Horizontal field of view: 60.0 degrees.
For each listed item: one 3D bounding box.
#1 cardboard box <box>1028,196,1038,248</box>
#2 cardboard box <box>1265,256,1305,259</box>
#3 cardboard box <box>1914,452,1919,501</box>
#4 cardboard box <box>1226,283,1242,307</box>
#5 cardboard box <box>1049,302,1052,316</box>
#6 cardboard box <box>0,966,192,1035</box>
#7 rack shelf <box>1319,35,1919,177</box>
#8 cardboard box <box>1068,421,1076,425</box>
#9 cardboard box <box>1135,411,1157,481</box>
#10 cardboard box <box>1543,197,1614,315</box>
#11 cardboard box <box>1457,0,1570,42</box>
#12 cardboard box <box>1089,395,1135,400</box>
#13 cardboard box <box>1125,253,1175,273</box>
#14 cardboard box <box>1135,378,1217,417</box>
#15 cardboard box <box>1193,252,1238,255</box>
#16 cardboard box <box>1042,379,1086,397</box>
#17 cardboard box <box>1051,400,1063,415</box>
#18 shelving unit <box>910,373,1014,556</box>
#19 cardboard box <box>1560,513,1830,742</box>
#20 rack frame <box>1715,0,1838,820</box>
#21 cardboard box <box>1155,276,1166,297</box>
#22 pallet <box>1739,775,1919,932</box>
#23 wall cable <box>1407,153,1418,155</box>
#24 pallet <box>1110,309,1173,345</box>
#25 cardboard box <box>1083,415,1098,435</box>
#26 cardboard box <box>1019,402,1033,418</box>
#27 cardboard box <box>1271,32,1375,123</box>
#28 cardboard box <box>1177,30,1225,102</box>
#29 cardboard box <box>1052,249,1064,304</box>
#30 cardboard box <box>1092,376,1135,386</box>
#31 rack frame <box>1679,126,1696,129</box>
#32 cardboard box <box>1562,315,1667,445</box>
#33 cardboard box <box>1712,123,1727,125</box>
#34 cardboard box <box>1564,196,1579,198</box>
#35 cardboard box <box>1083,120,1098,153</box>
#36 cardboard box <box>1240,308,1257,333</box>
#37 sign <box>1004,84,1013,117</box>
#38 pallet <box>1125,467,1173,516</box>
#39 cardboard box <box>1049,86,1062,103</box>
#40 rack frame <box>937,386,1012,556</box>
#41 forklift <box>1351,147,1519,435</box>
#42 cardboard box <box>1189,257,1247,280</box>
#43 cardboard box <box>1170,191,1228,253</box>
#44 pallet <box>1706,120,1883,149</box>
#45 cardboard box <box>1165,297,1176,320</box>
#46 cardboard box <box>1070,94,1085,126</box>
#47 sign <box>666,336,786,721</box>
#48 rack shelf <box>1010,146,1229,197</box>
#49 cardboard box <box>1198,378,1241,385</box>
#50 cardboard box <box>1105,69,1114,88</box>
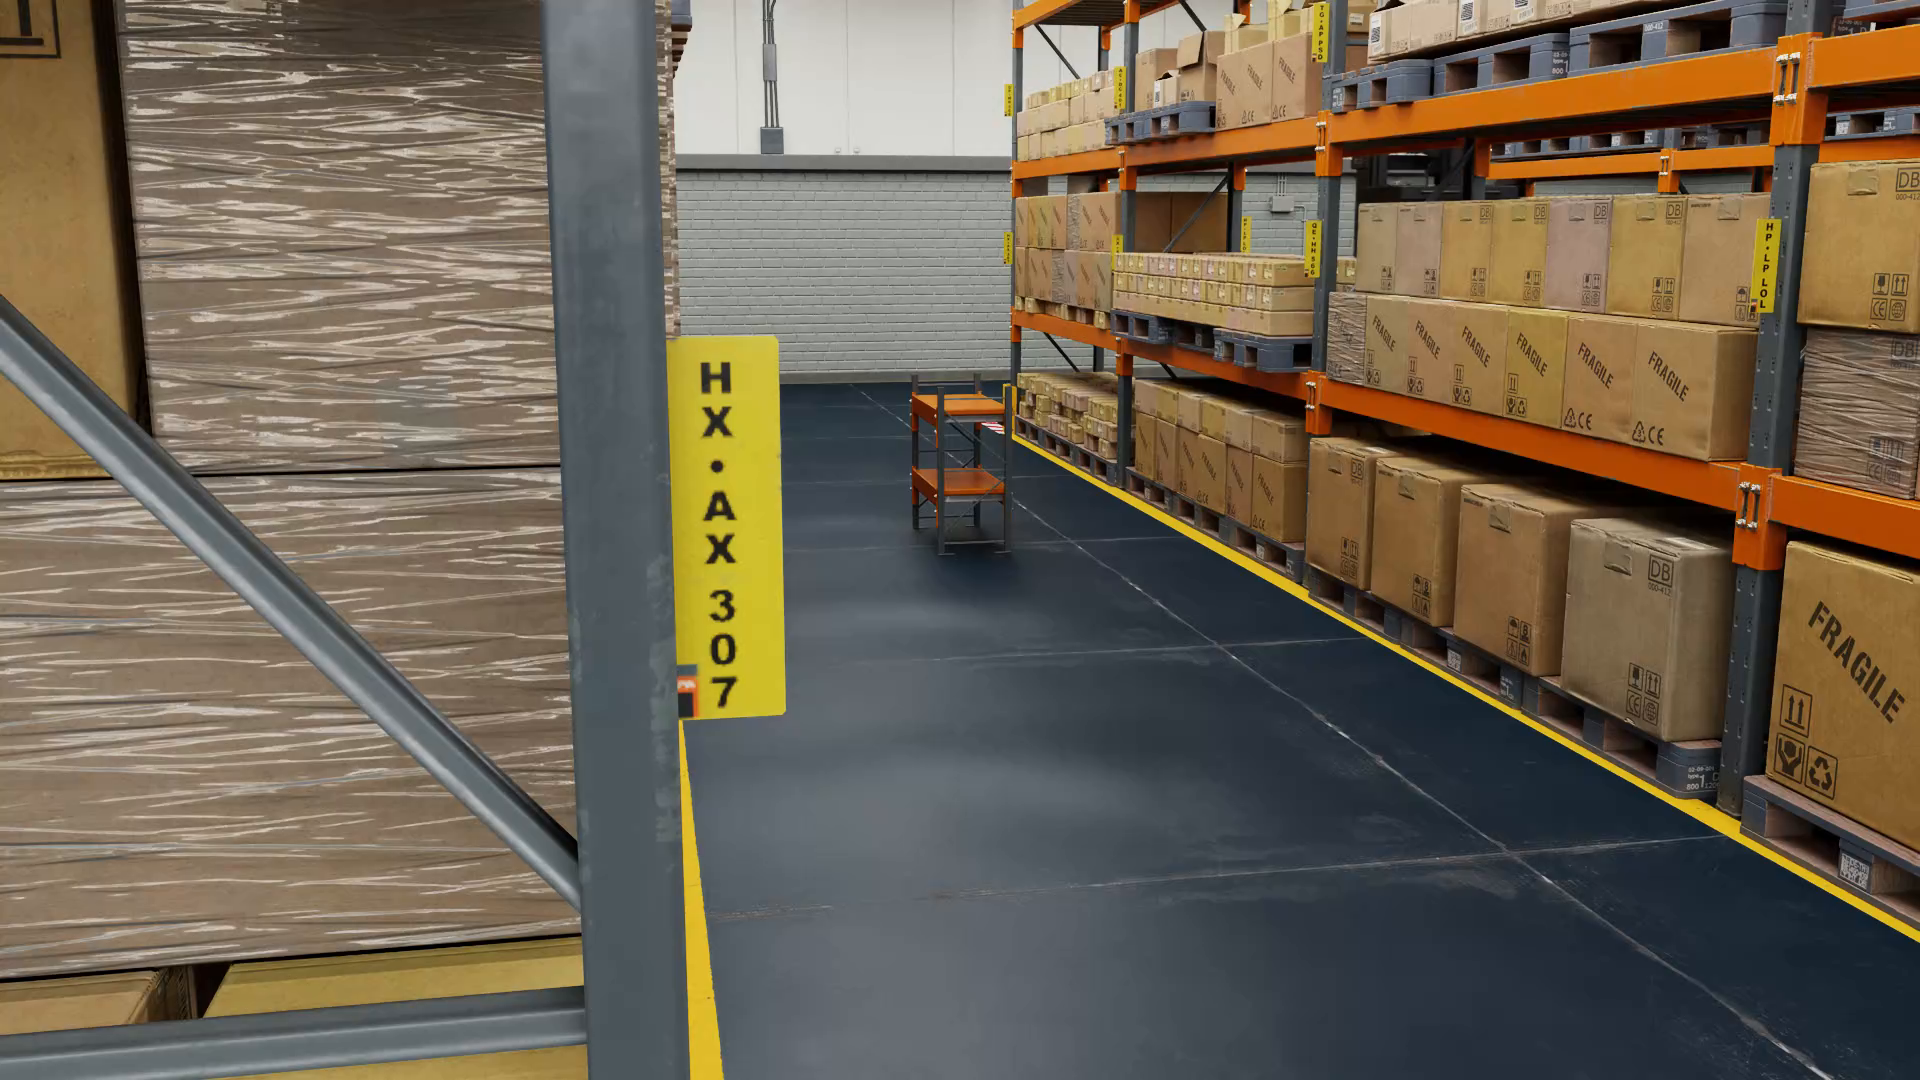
[{"bbox_3d":[0.972,-3.161,16.545,0.500,0.500,0.500,-2,11,-9],"label":"cardboard box"},{"bbox_3d":[2.395,-1.946,11.853,0.380,0.149,0.250,-2,11,-12],"label":"cardboard box"},{"bbox_3d":[3.588,-0.364,5.188,0.875,0.550,0.550,-2,11,-11],"label":"cardboard box"},{"bbox_3d":[1.947,-1.592,10.791,0.380,0.149,0.250,-2,11,-10],"label":"cardboard box"},{"bbox_3d":[1.086,-2.275,16.296,0.380,0.149,0.250,-2,11,-12],"label":"cardboard box"},{"bbox_3d":[-0.990,0.516,1.635,0.380,0.149,0.250,-2,11,-11],"label":"cardboard box"},{"bbox_3d":[2.986,-1.945,7.795,1.077,0.370,4.000,-2,11,-11],"label":"rack shelf"},{"bbox_3d":[1.222,-1.031,15.591,0.380,0.149,0.250,-2,11,-10],"label":"cardboard box"},{"bbox_3d":[1.702,-0.758,13.221,0.500,0.500,0.500,-2,11,-9],"label":"cardboard box"},{"bbox_3d":[3.073,-1.276,7.438,0.700,0.500,0.500,-2,11,-11],"label":"cardboard box"},{"bbox_3d":[2.719,-2.550,7.897,0.500,0.311,0.500,-2,11,-12],"label":"cardboard box"},{"bbox_3d":[1.376,-1.220,14.996,0.380,0.149,0.250,-2,11,-9],"label":"cardboard box"},{"bbox_3d":[1.505,-2.161,12.983,0.380,0.149,0.250,-2,11,-9],"label":"cardboard box"},{"bbox_3d":[1.703,-1.127,13.151,0.500,0.250,0.500,-3,11,-14],"label":"cardboard box"},{"bbox_3d":[2.088,-2.234,13.369,0.380,0.149,0.250,-2,11,-8],"label":"cardboard box"},{"bbox_3d":[1.034,-1.509,16.513,0.380,0.149,0.250,-3,11,-14],"label":"cardboard box"},{"bbox_3d":[1.112,-1.315,16.290,0.380,0.149,0.250,-3,11,-14],"label":"cardboard box"},{"bbox_3d":[-0.001,-0.554,11.598,0.538,1.125,1.048,-2,11,-11],"label":"shelving unit"},{"bbox_3d":[3.166,0.330,6.833,1.050,0.750,0.750,-2,11,-11],"label":"cardboard box"},{"bbox_3d":[3.375,-0.458,6.081,1.000,3.000,0.127,-2,11,-11],"label":"rack frame"},{"bbox_3d":[1.653,-1.874,12.271,0.380,0.149,0.250,-2,11,-9],"label":"cardboard box"},{"bbox_3d":[3.446,1.054,5.594,1.003,0.211,1.213,-2,11,-11],"label":"pallet"},{"bbox_3d":[7.972,-6.977,24.187,2.988,3.039,0.133,-2,11,-11],"label":"wall cable"},{"bbox_3d":[1.825,-1.686,13.043,1.003,0.211,1.213,-2,11,-11],"label":"pallet"},{"bbox_3d":[1.312,-1.021,14.745,0.380,0.149,0.250,-3,11,-13],"label":"cardboard box"},{"bbox_3d":[0.829,-1.357,17.305,0.380,0.149,0.250,-2,11,-10],"label":"cardboard box"},{"bbox_3d":[2.237,-2.810,10.147,0.500,0.500,0.500,-2,11,-11],"label":"cardboard box"},{"bbox_3d":[1.991,-3.368,11.947,0.797,0.503,0.637,-2,11,-12],"label":"cardboard box"},{"bbox_3d":[1.174,-2.481,15.646,0.500,0.500,0.500,-2,11,-12],"label":"cardboard box"},{"bbox_3d":[1.560,-1.578,16.876,0.380,0.149,0.250,-2,11,-12],"label":"cardboard box"},{"bbox_3d":[6.655,-5.071,14.272,1.000,3.000,0.127,-2,11,-11],"label":"rack frame"},{"bbox_3d":[2.913,-0.686,7.010,0.500,0.500,0.500,-2,11,-12],"label":"cardboard box"},{"bbox_3d":[6.409,-3.633,13.977,0.396,0.266,0.258,-2,11,-12],"label":"cardboard box"},{"bbox_3d":[6.096,-3.264,16.149,0.380,0.149,0.250,-2,11,-12],"label":"cardboard box"},{"bbox_3d":[1.373,-3.497,14.428,0.500,0.250,0.500,-2,11,-11],"label":"cardboard box"},{"bbox_3d":[2.004,-1.394,10.547,0.380,0.149,0.250,-2,11,-11],"label":"cardboard box"},{"bbox_3d":[0.509,-4.542,17.178,0.100,0.325,0.005,-2,11,-11],"label":"sign"},{"bbox_3d":[1.972,-0.413,13.300,1.003,0.211,1.213,-2,11,-11],"label":"pallet"},{"bbox_3d":[1.052,-4.193,15.679,0.380,0.149,0.250,-2,11,-9],"label":"cardboard box"},{"bbox_3d":[0.098,-0.461,11.108,0.500,1.125,0.032,-2,11,-11],"label":"rack frame"},{"bbox_3d":[4.069,-2.011,14.423,1.130,2.935,3.031,-2,11,-10],"label":"forklift"},{"bbox_3d":[1.803,-1.877,11.495,0.380,0.149,0.250,-2,11,-8],"label":"cardboard box"},{"bbox_3d":[1.970,-2.703,14.140,0.500,0.500,0.500,-2,11,-10],"label":"cardboard box"},{"bbox_3d":[6.881,-3.337,13.696,0.805,0.209,1.217,-3,11,-13],"label":"pallet"},{"bbox_3d":[1.704,-1.680,12.049,0.380,0.149,0.250,-2,11,-12],"label":"cardboard box"},{"bbox_3d":[1.284,-3.837,14.878,0.500,0.250,0.500,-2,11,-9],"label":"cardboard box"},{"bbox_3d":[-0.200,-0.008,1.399,0.100,0.325,0.005,-2,11,-11],"label":"sign"},{"bbox_3d":[1.430,-3.412,15.504,1.077,0.370,4.000,-2,11,-11],"label":"rack shelf"},{"bbox_3d":[2.212,-1.145,13.245,0.500,0.250,0.500,-2,11,-13],"label":"cardboard box"},{"bbox_3d":[1.429,-3.862,13.941,0.380,0.149,0.250,-2,11,-10],"label":"cardboard box"}]
